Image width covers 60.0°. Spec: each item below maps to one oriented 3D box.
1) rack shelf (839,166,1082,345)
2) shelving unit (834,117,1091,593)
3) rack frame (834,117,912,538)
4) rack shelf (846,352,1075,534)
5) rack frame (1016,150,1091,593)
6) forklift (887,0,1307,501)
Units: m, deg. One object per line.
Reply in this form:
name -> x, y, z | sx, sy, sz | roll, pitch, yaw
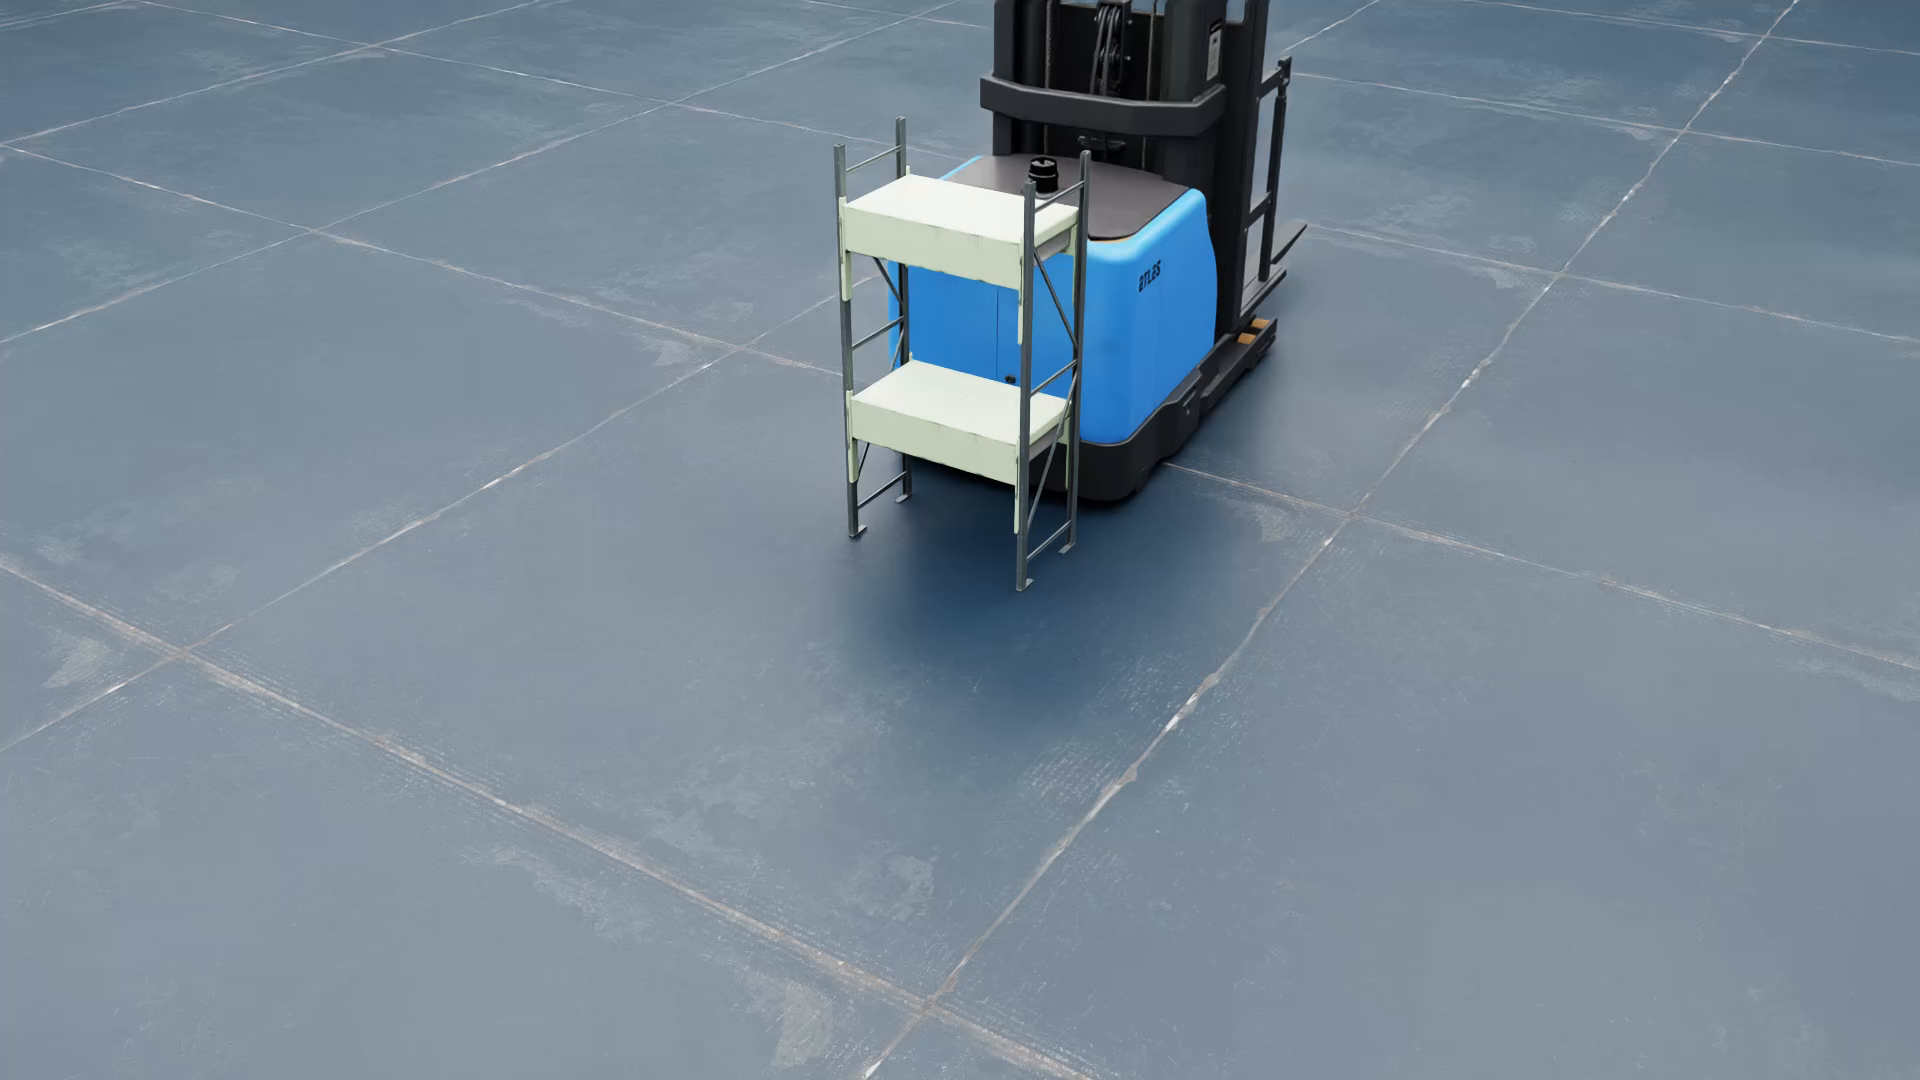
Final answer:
rack shelf -> 0.006, -0.983, 5.672 | 0.720, 0.370, 0.431 | 18, 35, 27
shelving unit -> 0.006, -0.646, 5.869 | 0.755, 1.500, 0.431 | 18, 35, 27
rack frame -> -0.304, -0.744, 6.037 | 0.023, 1.500, 0.400 | 18, 35, 27
rack shelf -> 0.006, -0.364, 6.033 | 0.720, 0.370, 0.431 | 18, 35, 27
rack frame -> 0.316, -0.548, 5.701 | 0.023, 1.500, 0.400 | 18, 35, 27
forklift -> 0.821, -2.133, 6.997 | 1.130, 2.935, 3.031 | 14, 33, 23
